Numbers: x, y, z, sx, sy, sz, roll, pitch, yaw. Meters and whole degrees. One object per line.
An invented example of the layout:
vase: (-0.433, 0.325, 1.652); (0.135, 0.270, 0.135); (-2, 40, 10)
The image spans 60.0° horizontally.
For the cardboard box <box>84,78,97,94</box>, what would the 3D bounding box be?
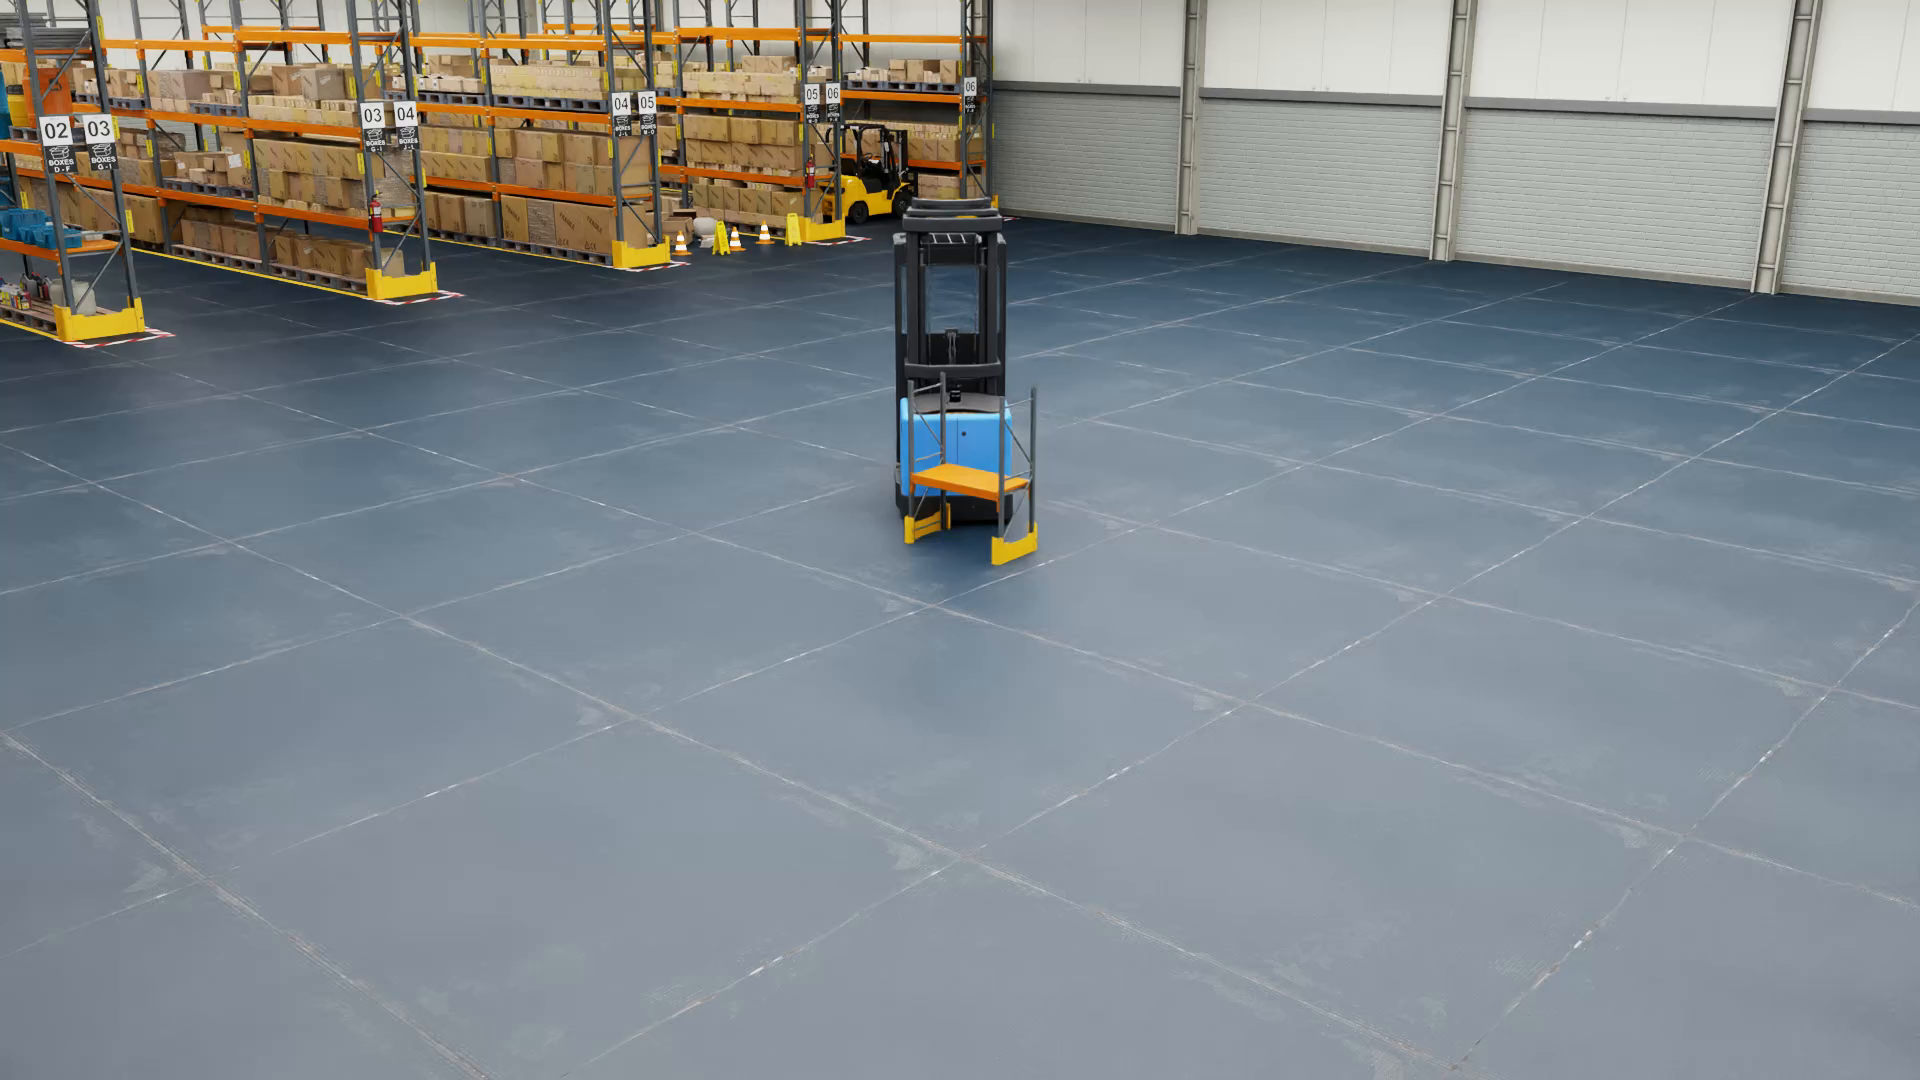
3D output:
cardboard box: (-17.702, -9.379, 34.337); (0.500, 0.311, 0.500); (14, 22, 37)

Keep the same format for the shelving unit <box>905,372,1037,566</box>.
shelving unit: (0.095, -0.656, 14.839); (1.083, 1.500, 0.587); (13, 22, 36)

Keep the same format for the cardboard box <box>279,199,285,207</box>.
cardboard box: (-11.941, -6.049, 29.768); (0.250, 0.149, 0.380); (15, 23, 39)

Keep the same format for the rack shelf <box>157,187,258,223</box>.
rack shelf: (-13.975, -6.484, 31.912); (4.000, 0.370, 1.077); (15, 23, 39)

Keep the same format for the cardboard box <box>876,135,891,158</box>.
cardboard box: (-1.670, -9.489, 40.024); (0.500, 0.500, 0.500); (15, 23, 39)

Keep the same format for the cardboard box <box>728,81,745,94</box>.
cardboard box: (-4.617, -9.712, 35.689); (0.500, 0.250, 0.500); (15, 23, 40)

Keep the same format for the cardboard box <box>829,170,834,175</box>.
cardboard box: (-3.007, -8.962, 41.761); (0.625, 0.625, 0.875); (16, 24, 42)

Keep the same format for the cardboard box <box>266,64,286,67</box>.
cardboard box: (-16.043, -11.091, 39.042); (0.250, 0.149, 0.380); (16, 24, 41)

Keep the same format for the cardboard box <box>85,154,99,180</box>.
cardboard box: (-17.908, -7.830, 34.797); (0.500, 0.500, 0.500); (15, 23, 39)

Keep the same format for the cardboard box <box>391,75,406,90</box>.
cardboard box: (-12.353, -9.983, 36.623); (0.500, 0.500, 0.500); (15, 23, 39)

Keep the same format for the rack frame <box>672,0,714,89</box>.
rack frame: (-5.901, -11.527, 36.695); (0.127, 3.000, 1.000); (15, 23, 39)

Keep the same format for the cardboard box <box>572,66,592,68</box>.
cardboard box: (-7.299, -9.108, 32.269); (0.250, 0.149, 0.380); (15, 23, 40)

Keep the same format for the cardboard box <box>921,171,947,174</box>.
cardboard box: (-0.594, -8.696, 39.891); (0.500, 0.250, 0.500); (15, 23, 39)

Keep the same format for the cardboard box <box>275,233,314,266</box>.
cardboard box: (-12.206, -5.345, 30.571); (0.500, 0.500, 0.500); (14, 22, 38)

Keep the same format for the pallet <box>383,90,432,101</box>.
pallet: (-11.586, -9.553, 35.746); (1.003, 0.211, 1.213); (16, 24, 42)

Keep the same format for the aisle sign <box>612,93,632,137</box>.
aisle sign: (-6.265, -7.881, 30.827); (0.004, 0.787, 0.394); (15, 23, 39)

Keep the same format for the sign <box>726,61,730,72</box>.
sign: (-5.962, -12.148, 42.757); (0.005, 0.325, 0.100); (15, 23, 39)

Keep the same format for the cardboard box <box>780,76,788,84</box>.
cardboard box: (-3.525, -9.616, 34.730); (0.250, 0.149, 0.380); (16, 23, 40)

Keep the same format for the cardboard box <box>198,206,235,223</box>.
cardboard box: (-14.546, -6.372, 32.536); (0.500, 0.250, 0.500); (-15, 23, -40)

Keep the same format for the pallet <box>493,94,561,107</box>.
pallet: (-8.506, -8.748, 33.044); (1.213, 0.211, 1.003); (15, 23, 39)

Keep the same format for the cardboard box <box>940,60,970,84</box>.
cardboard box: (-0.110, -10.747, 38.172); (0.500, 0.500, 0.500); (16, 24, 41)

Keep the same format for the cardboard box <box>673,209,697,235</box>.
cardboard box: (-6.003, -6.954, 36.332); (0.500, 0.500, 0.500); (-3, 18, -8)

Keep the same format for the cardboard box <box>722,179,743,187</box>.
cardboard box: (-4.996, -7.849, 36.564); (0.250, 0.149, 0.380); (17, 24, 42)

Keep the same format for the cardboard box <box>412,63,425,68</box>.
cardboard box: (-14.480, -12.613, 44.464); (0.500, 0.250, 0.500); (13, 21, 34)

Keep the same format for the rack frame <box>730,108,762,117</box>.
rack frame: (-5.601, -10.595, 43.674); (0.127, 3.000, 1.000); (15, 23, 39)

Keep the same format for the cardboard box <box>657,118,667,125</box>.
cardboard box: (-6.920, -9.543, 37.939); (0.250, 0.149, 0.380); (14, 22, 38)

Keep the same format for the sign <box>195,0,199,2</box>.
sign: (-18.447, -13.156, 40.154); (0.005, 0.325, 0.100); (15, 23, 39)

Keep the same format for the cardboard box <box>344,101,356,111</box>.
cardboard box: (-10.019, -7.235, 27.717); (0.250, 0.149, 0.380); (14, 22, 38)

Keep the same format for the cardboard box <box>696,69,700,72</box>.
cardboard box: (-6.755, -12.376, 43.917); (0.250, 0.149, 0.380); (15, 23, 40)

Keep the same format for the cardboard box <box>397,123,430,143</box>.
cardboard box: (-11.774, -8.762, 36.083); (0.500, 0.500, 0.700); (15, 23, 39)

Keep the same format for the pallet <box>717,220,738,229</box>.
pallet: (-5.375, -7.212, 37.625); (1.213, 0.211, 1.003); (15, 23, 39)

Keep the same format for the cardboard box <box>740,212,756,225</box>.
cardboard box: (-4.470, -7.065, 36.404); (0.500, 0.250, 0.500); (14, 22, 37)

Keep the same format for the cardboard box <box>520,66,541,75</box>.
cardboard box: (-8.301, -9.111, 32.279); (0.250, 0.149, 0.380); (15, 23, 40)

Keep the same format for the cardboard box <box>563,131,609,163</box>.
cardboard box: (-7.172, -7.626, 32.289); (0.550, 0.550, 0.875); (15, 23, 39)

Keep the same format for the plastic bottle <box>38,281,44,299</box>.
plastic bottle: (-14.757, -4.024, 26.734); (0.133, 0.283, 0.061); (15, 23, 39)

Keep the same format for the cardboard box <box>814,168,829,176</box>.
cardboard box: (-3.026, -7.860, 35.472); (0.250, 0.149, 0.380); (15, 23, 39)

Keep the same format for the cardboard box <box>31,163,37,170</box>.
cardboard box: (-20.256, -8.261, 36.736); (0.250, 0.149, 0.380); (14, 23, 38)

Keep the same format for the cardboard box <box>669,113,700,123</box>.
cardboard box: (-7.405, -11.236, 44.837); (0.500, 0.500, 0.700); (15, 23, 39)

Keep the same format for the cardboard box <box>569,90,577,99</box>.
cardboard box: (-7.162, -8.425, 31.436); (0.250, 0.149, 0.380); (15, 23, 40)

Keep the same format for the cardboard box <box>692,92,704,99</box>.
cardboard box: (-5.674, -9.794, 36.608); (0.250, 0.149, 0.380); (15, 23, 39)

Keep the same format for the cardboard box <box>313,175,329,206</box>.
cardboard box: (-10.679, -6.112, 28.893); (0.500, 0.500, 0.875); (15, 23, 39)

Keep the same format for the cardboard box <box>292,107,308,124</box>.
cardboard box: (-11.149, -7.324, 28.659); (0.500, 0.250, 0.500); (15, 23, 38)

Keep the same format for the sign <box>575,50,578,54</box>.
sign: (-11.201, -14.174, 48.531); (0.005, 0.325, 0.100); (15, 23, 39)

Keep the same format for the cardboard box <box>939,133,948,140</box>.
cardboard box: (-0.273, -9.396, 38.660); (0.250, 0.149, 0.380); (16, 23, 40)

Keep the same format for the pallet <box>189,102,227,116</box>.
pallet: (-13.648, -8.121, 31.233); (1.003, 0.211, 1.213); (15, 23, 39)

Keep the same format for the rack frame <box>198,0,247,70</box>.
rack frame: (-18.086, -12.796, 40.694); (0.127, 3.000, 1.000); (15, 23, 39)

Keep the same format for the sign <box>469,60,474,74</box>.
sign: (-12.252, -11.862, 41.723); (0.005, 0.325, 0.100); (15, 23, 39)

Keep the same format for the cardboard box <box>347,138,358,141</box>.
cardboard box: (-13.358, -8.846, 36.901); (0.250, 0.149, 0.380); (16, 24, 41)

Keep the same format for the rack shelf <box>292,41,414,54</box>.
rack shelf: (-13.599, -11.058, 37.068); (4.000, 0.370, 1.077); (15, 23, 39)

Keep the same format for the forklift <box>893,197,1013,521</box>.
forklift: (-0.108, -1.970, 16.612); (1.130, 2.935, 3.031); (-1, 18, -3)

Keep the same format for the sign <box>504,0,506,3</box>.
sign: (-11.533, -13.741, 41.998); (0.005, 0.325, 0.100); (15, 23, 39)
